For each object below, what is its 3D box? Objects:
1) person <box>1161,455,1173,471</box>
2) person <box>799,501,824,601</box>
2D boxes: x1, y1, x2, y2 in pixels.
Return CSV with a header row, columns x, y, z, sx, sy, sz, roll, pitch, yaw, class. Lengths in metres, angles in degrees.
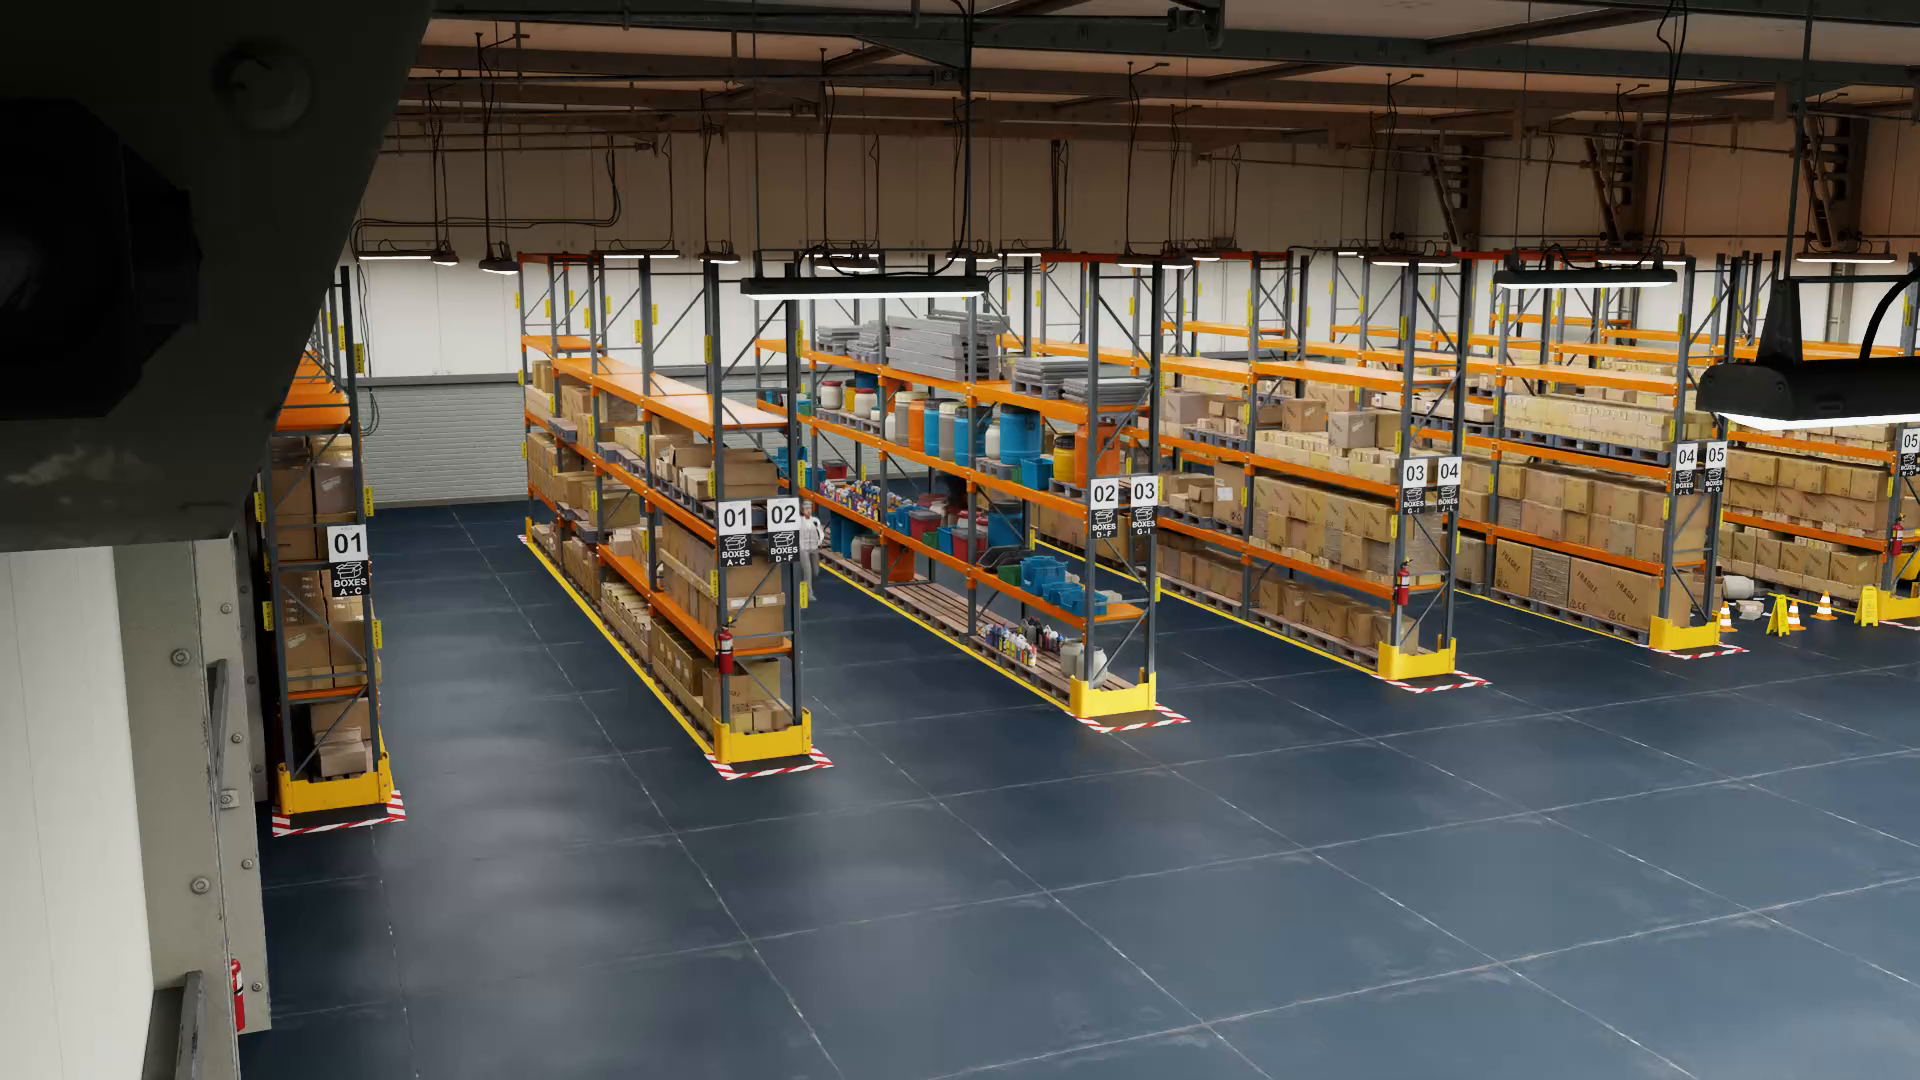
x,y,z,sx,sy,sz,roll,pitch,yaw,class
5.143,-2.045,41.601,1.055,1.707,0.545,-6,12,-28,person
-2.559,0.163,27.919,0.622,1.660,0.639,-5,11,-24,person
